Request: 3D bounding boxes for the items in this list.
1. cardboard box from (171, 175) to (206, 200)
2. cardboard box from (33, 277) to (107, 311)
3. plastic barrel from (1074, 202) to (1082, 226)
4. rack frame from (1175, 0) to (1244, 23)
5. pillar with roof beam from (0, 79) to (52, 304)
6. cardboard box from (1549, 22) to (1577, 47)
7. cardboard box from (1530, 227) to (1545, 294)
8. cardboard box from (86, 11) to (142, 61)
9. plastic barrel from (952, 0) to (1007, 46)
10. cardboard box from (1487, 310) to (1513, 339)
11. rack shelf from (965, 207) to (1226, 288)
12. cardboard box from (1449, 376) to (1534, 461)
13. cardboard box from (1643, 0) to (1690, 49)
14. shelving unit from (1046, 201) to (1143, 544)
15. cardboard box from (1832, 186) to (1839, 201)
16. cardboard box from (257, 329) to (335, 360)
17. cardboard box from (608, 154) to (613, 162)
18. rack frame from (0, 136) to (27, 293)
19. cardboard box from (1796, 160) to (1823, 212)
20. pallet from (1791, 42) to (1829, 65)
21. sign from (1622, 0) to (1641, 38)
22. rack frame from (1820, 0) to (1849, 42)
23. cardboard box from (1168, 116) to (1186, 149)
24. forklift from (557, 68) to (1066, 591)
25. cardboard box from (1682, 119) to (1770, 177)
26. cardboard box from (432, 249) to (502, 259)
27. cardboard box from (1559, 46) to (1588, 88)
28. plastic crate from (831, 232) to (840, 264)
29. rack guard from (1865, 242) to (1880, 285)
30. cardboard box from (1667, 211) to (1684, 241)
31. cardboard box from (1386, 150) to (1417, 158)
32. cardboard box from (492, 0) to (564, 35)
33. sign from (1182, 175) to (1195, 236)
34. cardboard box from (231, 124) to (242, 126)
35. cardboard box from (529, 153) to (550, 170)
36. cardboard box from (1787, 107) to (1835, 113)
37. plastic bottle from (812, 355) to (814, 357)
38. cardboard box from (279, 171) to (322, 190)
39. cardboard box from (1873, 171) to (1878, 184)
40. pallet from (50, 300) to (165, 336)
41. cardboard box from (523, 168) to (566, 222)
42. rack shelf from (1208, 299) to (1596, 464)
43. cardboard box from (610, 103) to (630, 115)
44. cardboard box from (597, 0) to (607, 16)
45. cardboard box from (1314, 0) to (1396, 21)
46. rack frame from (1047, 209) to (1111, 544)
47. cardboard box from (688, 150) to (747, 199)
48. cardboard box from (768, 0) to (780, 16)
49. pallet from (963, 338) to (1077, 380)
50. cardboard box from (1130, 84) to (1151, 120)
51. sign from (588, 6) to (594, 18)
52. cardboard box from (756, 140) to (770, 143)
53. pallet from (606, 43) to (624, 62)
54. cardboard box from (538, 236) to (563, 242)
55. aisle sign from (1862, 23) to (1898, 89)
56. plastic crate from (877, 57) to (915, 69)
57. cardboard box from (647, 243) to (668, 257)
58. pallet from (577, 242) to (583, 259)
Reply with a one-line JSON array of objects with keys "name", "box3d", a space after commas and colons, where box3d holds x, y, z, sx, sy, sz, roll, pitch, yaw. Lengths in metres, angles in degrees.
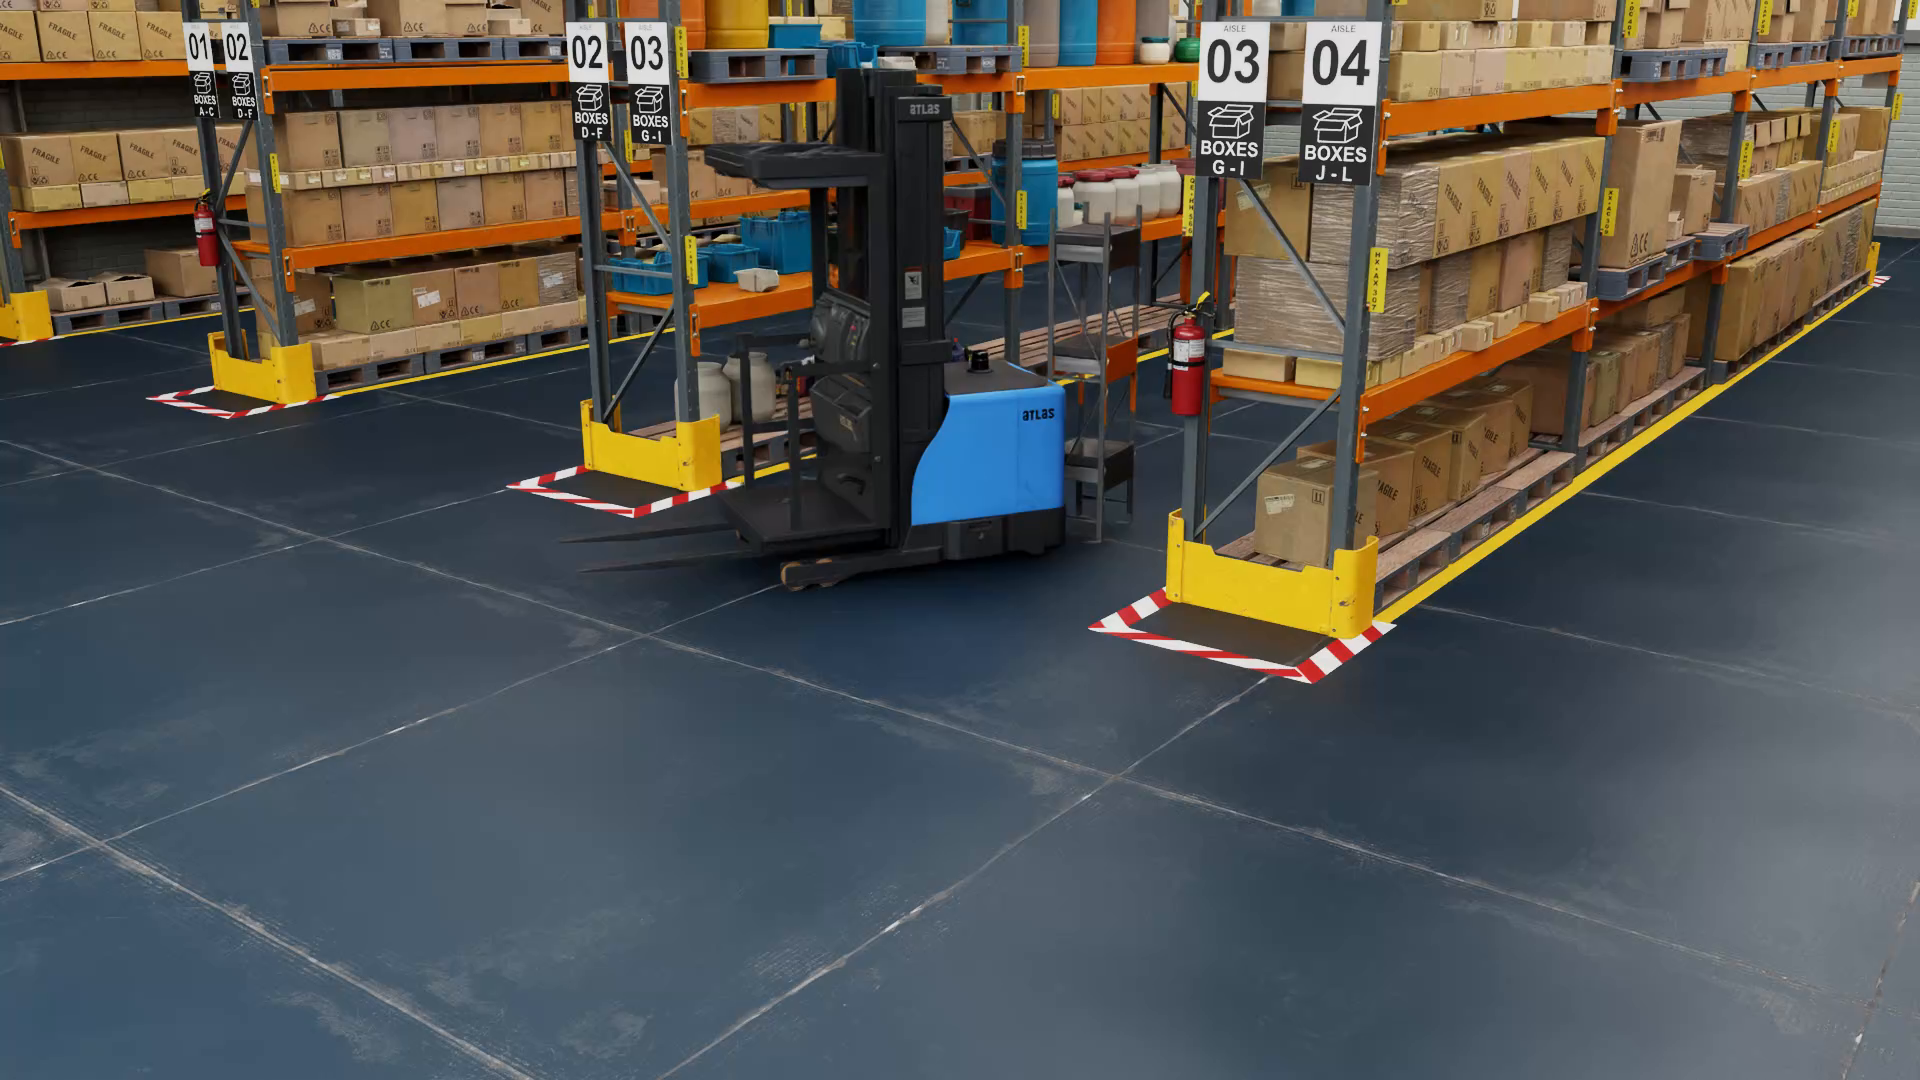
[{"name": "cardboard box", "box3d": [-8.783, -4.003, 18.796, 0.500, 0.250, 0.500, 13, 21, 35]}, {"name": "cardboard box", "box3d": [-9.754, -2.714, 18.216, 0.500, 0.311, 0.500, 10, 20, 29]}, {"name": "plastic barrel", "box3d": [1.013, -3.063, 15.782, 0.301, 0.262, 0.301, 0, 17, 0]}, {"name": "rack frame", "box3d": [2.485, -6.658, 17.012, 1.000, 3.000, 0.127, 12, 21, 35]}, {"name": "pillar with roof beam", "box3d": [-7.059, -6.062, 15.093, 9.100, 9.000, 0.400, 12, 21, 35]}, {"name": "cardboard box", "box3d": [3.661, -3.195, 10.499, 0.380, 0.149, 0.250, 12, 21, 33]}, {"name": "cardboard box", "box3d": [3.435, -1.946, 11.283, 0.875, 0.500, 0.500, 12, 21, 35]}, {"name": "cardboard box", "box3d": [-9.183, -5.410, 17.847, 0.500, 0.500, 0.500, 14, 22, 37]}, {"name": "plastic barrel", "box3d": [0.230, -4.672, 14.828, 0.600, 0.901, 0.708, 12, 21, 35]}, {"name": "cardboard box", "box3d": [3.282, -1.388, 10.578, 0.380, 0.149, 0.250, 12, 21, 35]}, {"name": "rack shelf", "box3d": [1.293, -2.973, 16.474, 1.077, 0.370, 4.000, 12, 21, 35]}, {"name": "cardboard box", "box3d": [3.809, -0.884, 12.039, 0.500, 0.500, 0.500, 12, 21, 33]}, {"name": "cardboard box", "box3d": [4.999, -3.967, 12.520, 0.797, 0.503, 0.637, 13, 22, 37]}, {"name": "shelving unit", "box3d": [0.850, -1.070, 10.649, 0.431, 2.100, 0.503, 9, 20, 27]}, {"name": "cardboard box", "box3d": [9.602, -3.888, 18.630, 0.380, 0.149, 0.250, 13, 22, 36]}, {"name": "cardboard box", "box3d": [-6.175, -1.831, 15.512, 0.500, 0.250, 0.500, 12, 21, 35]}, {"name": "cardboard box", "box3d": [-5.089, -5.471, 23.694, 0.380, 0.149, 0.250, 12, 21, 34]}, {"name": "rack frame", "box3d": [-10.238, -3.639, 17.403, 1.000, 3.000, 0.127, 12, 21, 35]}, {"name": "cardboard box", "box3d": [8.787, -3.759, 17.622, 0.500, 0.500, 0.500, 12, 21, 35]}, {"name": "pallet", "box3d": [8.339, -4.985, 17.003, 0.805, 0.209, 1.217, 11, 21, 33]}, {"name": "sign", "box3d": [4.520, -3.551, 11.191, 0.100, 0.325, 0.005, 12, 21, 35]}, {"name": "rack frame", "box3d": [8.846, -6.736, 17.261, 1.000, 3.000, 0.127, 12, 21, 35]}, {"name": "cardboard box", "box3d": [3.227, -6.468, 26.345, 0.500, 0.500, 0.500, 13, 22, 36]}, {"name": "forklift", "box3d": [-0.903, -1.278, 9.916, 3.031, 2.935, 1.130, -7, 19, -22]}, {"name": "cardboard box", "box3d": [7.302, -3.771, 15.969, 0.797, 0.503, 0.637, 13, 21, 36]}, {"name": "cardboard box", "box3d": [-4.998, -2.669, 16.945, 0.500, 0.500, 0.500, 12, 21, 35]}, {"name": "cardboard box", "box3d": [3.698, -3.049, 10.700, 0.500, 0.250, 0.500, 13, 22, 36]}, {"name": "plastic crate", "box3d": [-0.934, -2.466, 13.984, 0.450, 0.188, 0.662, 12, 21, 35]}, {"name": "rack guard", "box3d": [11.244, -3.636, 21.608, 1.175, 0.500, 0.348, 12, 21, 35]}, {"name": "cardboard box", "box3d": [5.686, -2.610, 13.608, 0.396, 0.266, 0.258, 12, 21, 33]}, {"name": "cardboard box", "box3d": [2.418, -2.093, 10.071, 0.500, 0.500, 0.500, 12, 21, 35]}, {"name": "cardboard box", "box3d": [-4.386, -5.391, 16.876, 0.500, 0.500, 0.500, 15, 22, 39]}, {"name": "sign", "box3d": [1.262, -1.819, 9.060, 0.100, 0.325, 0.005, 12, 21, 35]}, {"name": "cardboard box", "box3d": [-8.181, -4.600, 19.454, 0.500, 0.500, 0.500, 12, 21, 34]}, {"name": "cardboard box", "box3d": [-4.323, -3.788, 16.621, 0.380, 0.149, 0.250, 12, 21, 35]}, {"name": "cardboard box", "box3d": [10.428, -5.066, 20.488, 0.500, 0.500, 0.500, 12, 21, 33]}, {"name": "plastic bottle", "box3d": [-1.189, -1.476, 14.165, 0.144, 0.351, 0.185, 13, 22, 37]}, {"name": "cardboard box", "box3d": [-5.851, -3.177, 14.654, 0.380, 0.149, 0.250, 12, 21, 34]}, {"name": "cardboard box", "box3d": [11.128, -4.498, 20.595, 0.380, 0.149, 0.250, 13, 21, 35]}, {"name": "pallet", "box3d": [-9.681, -2.512, 18.478, 1.003, 0.211, 1.213, 12, 21, 35]}, {"name": "cardboard box", "box3d": [-4.443, -3.531, 16.888, 0.700, 0.500, 0.500, 12, 21, 34]}, {"name": "rack shelf", "box3d": [2.888, -1.146, 10.588, 1.077, 0.370, 4.000, 12, 21, 35]}, {"name": "cardboard box", "box3d": [-4.977, -6.171, 23.589, 0.500, 0.250, 0.500, 13, 22, 36]}, {"name": "cardboard box", "box3d": [-3.475, -5.776, 17.509, 0.500, 0.500, 0.500, 13, 21, 35]}, {"name": "cardboard box", "box3d": [2.416, -3.288, 9.702, 0.500, 0.500, 0.500, 12, 21, 35]}, {"name": "rack frame", "box3d": [0.732, -1.007, 10.445, 0.400, 2.100, 0.015, 9, 20, 27]}, {"name": "cardboard box", "box3d": [-2.791, -4.189, 19.008, 0.500, 0.500, 0.500, 12, 21, 35]}, {"name": "cardboard box", "box3d": [-2.859, -8.672, 26.664, 0.500, 0.500, 0.500, 12, 21, 34]}, {"name": "pallet", "box3d": [0.538, -1.703, 15.871, 1.003, 0.211, 1.213, 12, 21, 35]}, {"name": "cardboard box", "box3d": [2.626, -6.701, 25.409, 0.500, 0.500, 0.500, 13, 22, 36]}, {"name": "sign", "box3d": [-5.037, -7.127, 22.707, 0.100, 0.325, 0.005, 12, 21, 35]}, {"name": "cardboard box", "box3d": [-3.194, -6.191, 26.014, 0.380, 0.149, 0.250, 13, 21, 36]}, {"name": "pallet", "box3d": [-3.359, -5.270, 17.922, 0.805, 0.209, 1.217, 11, 21, 33]}, {"name": "cardboard box", "box3d": [-5.859, -4.380, 23.262, 0.700, 0.500, 0.500, 13, 21, 35]}, {"name": "aisle sign", "box3d": [11.513, -6.029, 20.718, 0.394, 0.787, 0.004, 12, 21, 35]}, {"name": "plastic crate", "box3d": [-0.530, -3.694, 12.967, 0.243, 0.136, 0.396, 12, 21, 35]}, {"name": "cardboard box", "box3d": [-3.259, -3.263, 19.175, 0.500, 0.311, 0.500, 12, 21, 35]}, {"name": "pallet", "box3d": [-5.938, -4.026, 23.354, 1.003, 0.211, 1.213, 12, 21, 35]}]
